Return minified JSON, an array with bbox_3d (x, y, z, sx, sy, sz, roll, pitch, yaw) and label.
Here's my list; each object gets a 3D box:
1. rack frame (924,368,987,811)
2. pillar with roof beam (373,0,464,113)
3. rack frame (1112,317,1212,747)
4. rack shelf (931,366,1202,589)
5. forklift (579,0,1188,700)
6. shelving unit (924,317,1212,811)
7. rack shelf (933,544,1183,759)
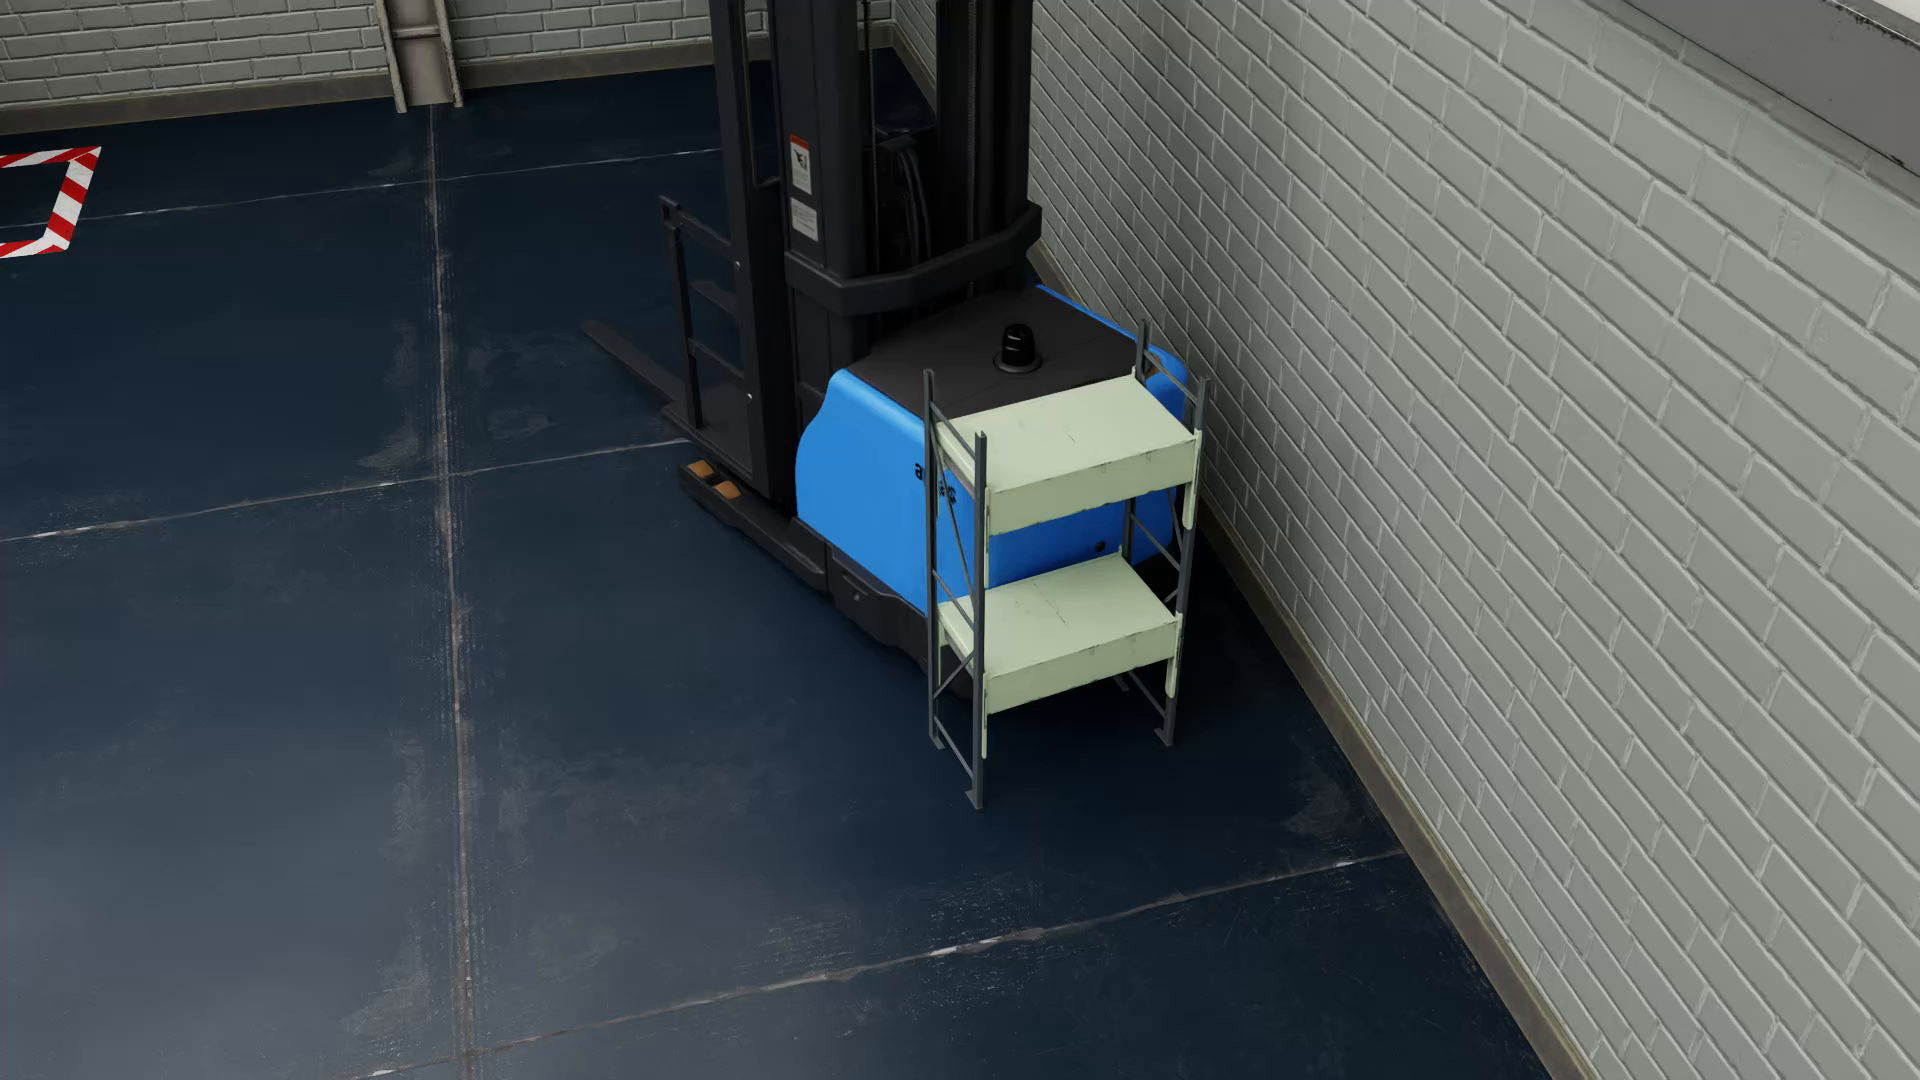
[{"bbox_3d":[-0.017,0.197,5.258,0.023,1.500,0.400,-15,40,-19],"label":"rack frame"},{"bbox_3d":[-2.163,-3.780,4.285,0.400,9.000,9.100,-9,38,-12],"label":"pillar with roof beam"},{"bbox_3d":[0.650,0.013,5.498,0.023,1.500,0.400,-15,40,-19],"label":"rack frame"},{"bbox_3d":[0.317,-0.205,5.141,0.720,0.370,0.431,-15,40,-19],"label":"rack shelf"},{"bbox_3d":[-0.525,-1.417,6.190,1.130,2.935,3.031,-27,45,-31],"label":"forklift"},{"bbox_3d":[0.317,0.105,5.378,0.755,1.500,0.431,-15,40,-19],"label":"shelving unit"},{"bbox_3d":[0.317,0.364,5.576,0.720,0.370,0.431,-15,40,-19],"label":"rack shelf"}]
